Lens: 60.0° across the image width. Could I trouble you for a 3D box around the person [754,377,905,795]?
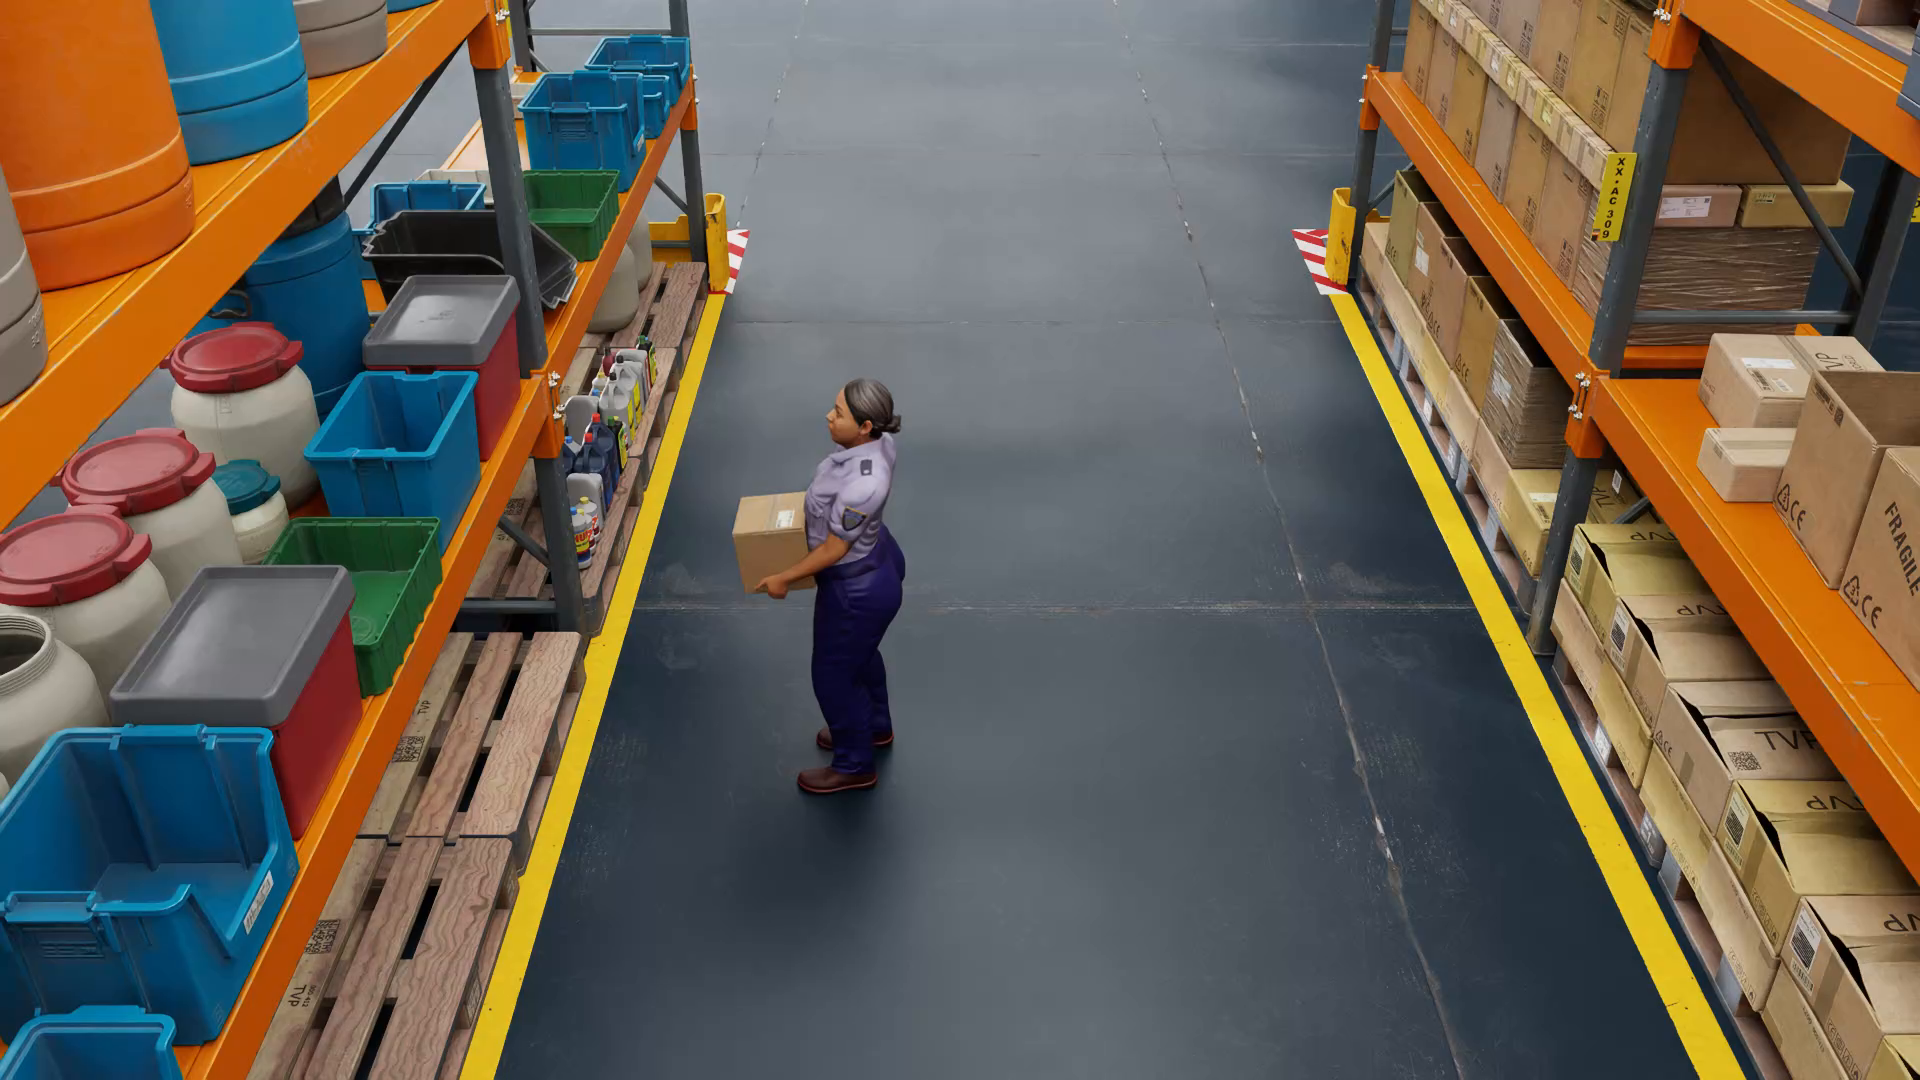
[{"bbox_3d":[-0.452,0.162,5.899,0.517,1.637,0.453,0,32,1],"label":"person"}]
